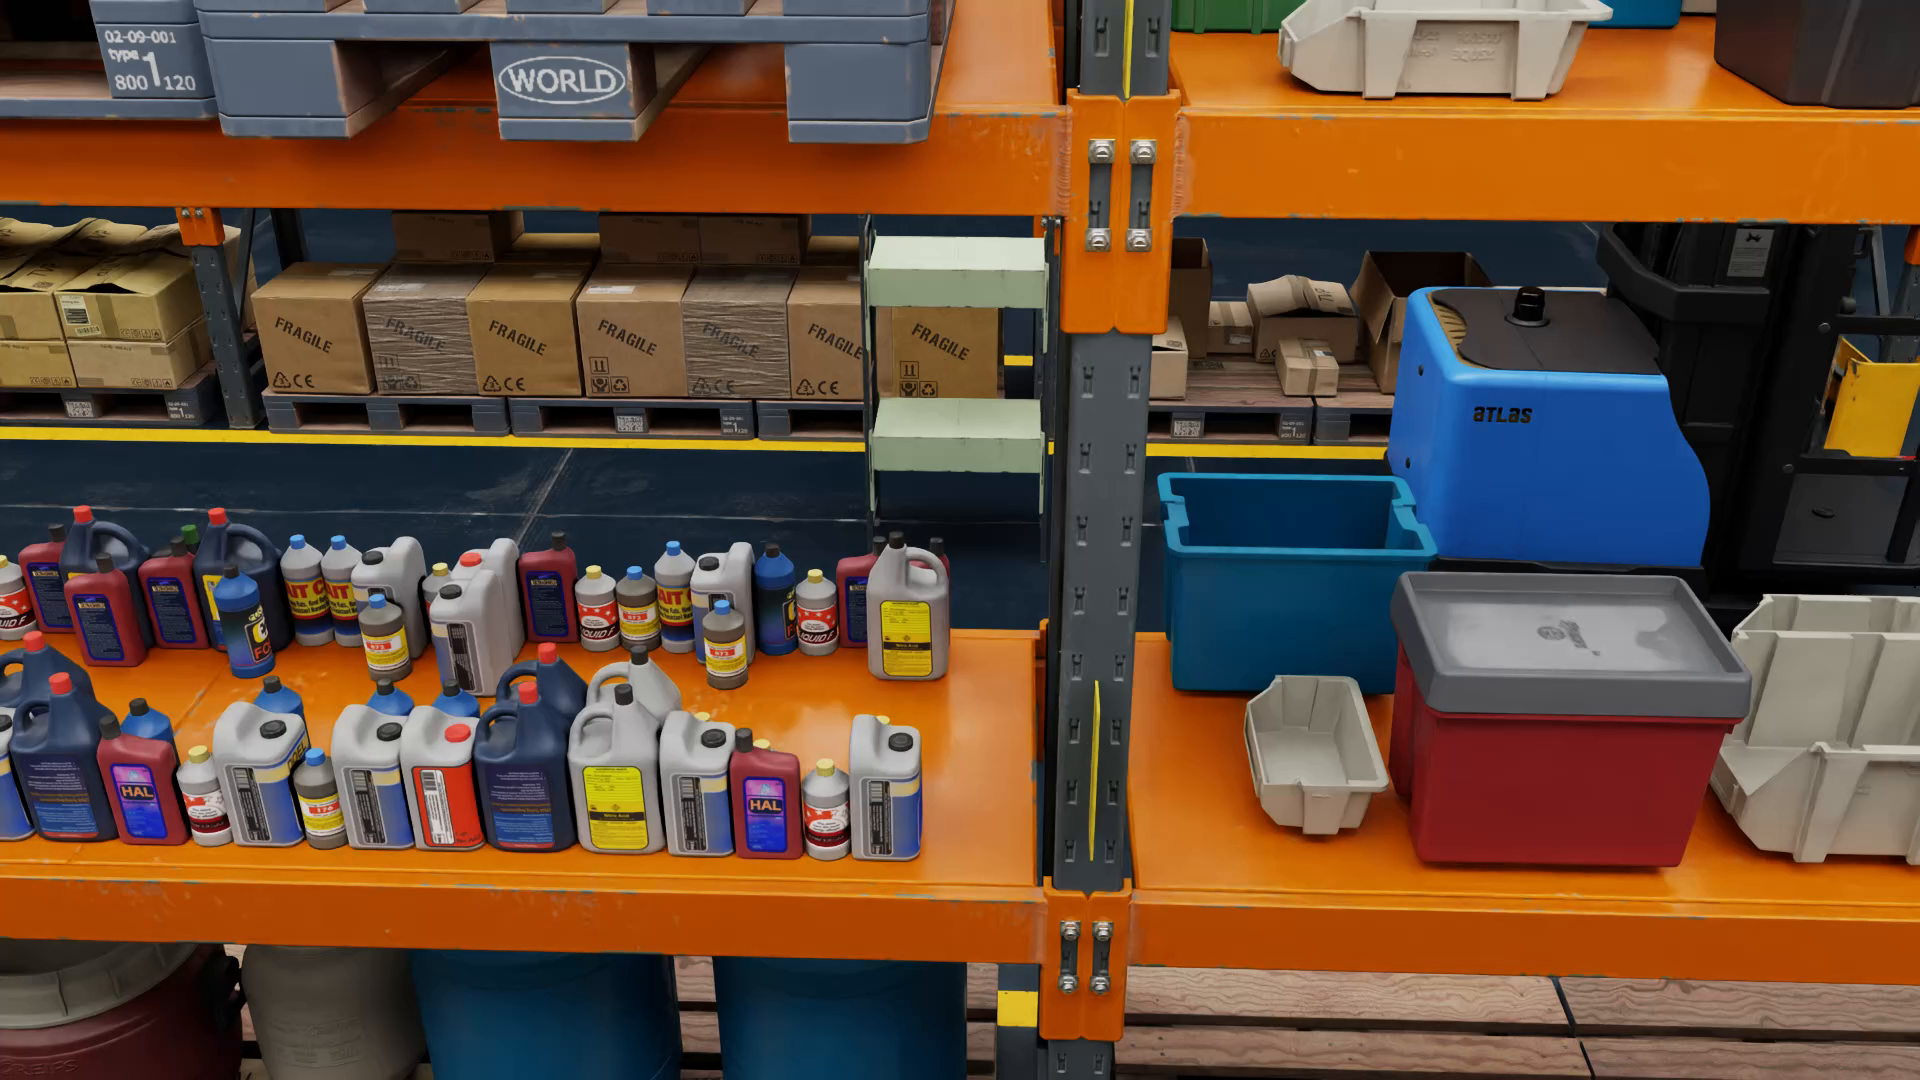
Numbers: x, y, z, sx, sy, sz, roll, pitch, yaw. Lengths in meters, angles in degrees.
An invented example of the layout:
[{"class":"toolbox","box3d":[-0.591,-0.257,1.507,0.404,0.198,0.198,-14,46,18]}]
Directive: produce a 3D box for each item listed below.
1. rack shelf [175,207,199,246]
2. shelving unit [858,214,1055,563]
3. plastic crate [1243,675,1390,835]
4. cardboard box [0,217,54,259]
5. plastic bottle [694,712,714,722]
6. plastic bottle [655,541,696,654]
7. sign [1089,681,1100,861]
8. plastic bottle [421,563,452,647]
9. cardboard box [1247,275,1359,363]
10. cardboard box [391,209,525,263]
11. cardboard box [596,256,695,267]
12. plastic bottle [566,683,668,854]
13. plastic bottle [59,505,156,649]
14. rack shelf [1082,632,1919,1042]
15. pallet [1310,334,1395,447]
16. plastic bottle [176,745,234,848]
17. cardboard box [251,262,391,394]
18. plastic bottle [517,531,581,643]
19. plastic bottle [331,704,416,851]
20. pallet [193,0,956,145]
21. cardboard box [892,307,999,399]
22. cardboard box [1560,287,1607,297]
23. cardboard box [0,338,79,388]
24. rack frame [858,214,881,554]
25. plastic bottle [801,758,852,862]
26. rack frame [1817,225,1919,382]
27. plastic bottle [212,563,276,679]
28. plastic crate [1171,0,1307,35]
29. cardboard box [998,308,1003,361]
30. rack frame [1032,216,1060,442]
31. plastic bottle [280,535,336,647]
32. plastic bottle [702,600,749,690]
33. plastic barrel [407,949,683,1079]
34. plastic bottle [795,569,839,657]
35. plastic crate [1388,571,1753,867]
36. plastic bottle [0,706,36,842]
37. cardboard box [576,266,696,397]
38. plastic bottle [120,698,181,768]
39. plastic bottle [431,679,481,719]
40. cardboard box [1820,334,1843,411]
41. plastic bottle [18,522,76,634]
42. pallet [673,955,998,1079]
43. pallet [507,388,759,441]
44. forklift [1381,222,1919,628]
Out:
[{"class":"rack shelf","box3d":[-5.557,-1.821,8.250,4.000,0.370,1.077,1,28,2]},{"class":"shelving unit","box3d":[-0.007,-0.663,6.899,0.755,1.500,0.431,1,28,2]},{"class":"plastic crate","box3d":[0.721,0.444,3.428,0.243,0.136,0.396,1,28,2]},{"class":"cardboard box","box3d":[-5.106,-1.484,8.736,0.500,0.311,0.500,0,28,0]},{"class":"plastic bottle","box3d":[-0.524,0.447,3.416,0.097,0.201,0.097,0,28,0]},{"class":"plastic bottle","box3d":[-0.669,0.129,3.941,0.097,0.271,0.097,0,28,0]},{"class":"sign","box3d":[0.239,0.414,2.970,0.005,0.325,0.100,1,28,2]},{"class":"plastic bottle","box3d":[-1.229,0.151,3.975,0.097,0.201,0.097,0,28,0]},{"class":"cardboard box","box3d":[1.768,-1.157,8.631,0.500,0.311,0.500,1,28,2]},{"class":"cardboard box","box3d":[-2.559,-1.622,8.506,0.500,0.250,0.500,2,28,4]},{"class":"cardboard box","box3d":[-1.573,-1.275,8.653,0.500,0.500,0.500,0,28,0]},{"class":"plastic bottle","box3d":[-0.669,0.439,3.272,0.185,0.351,0.144,1,28,2]},{"class":"plastic bottle","box3d":[-2.018,0.083,3.944,0.185,0.351,0.144,1,28,2]},{"class":"rack shelf","box3d":[2.260,0.630,3.627,4.000,0.370,1.077,1,28,2]},{"class":"pallet","box3d":[2.348,-0.777,8.490,1.213,0.211,1.003,1,28,2]},{"class":"plastic bottle","box3d":[-1.497,0.502,3.312,0.097,0.201,0.097,0,28,0]},{"class":"cardboard box","box3d":[-3.113,-1.054,8.235,0.500,0.500,0.500,2,28,4]},{"class":"plastic bottle","box3d":[-0.978,0.110,3.964,0.133,0.283,0.061,1,28,2]},{"class":"plastic bottle","box3d":[-1.148,0.462,3.308,0.135,0.276,0.152,1,28,2]},{"class":"pallet","box3d":[-0.526,-0.930,2.801,1.003,0.211,1.213,1,28,2]},{"class":"cardboard box","box3d":[-0.064,-1.003,8.139,0.500,0.500,0.500,1,28,2]},{"class":"cardboard box","box3d":[3.404,-1.103,8.594,0.500,0.250,0.500,1,28,2]},{"class":"cardboard box","box3d":[-4.608,-0.978,8.379,0.500,0.250,0.500,1,28,1]},{"class":"rack frame","box3d":[-0.372,-0.669,6.910,0.023,1.500,0.400,1,28,2]},{"class":"plastic bottle","box3d":[-0.261,0.523,3.274,0.097,0.201,0.097,0,28,0]},{"class":"rack frame","box3d":[4.437,-1.973,7.770,0.127,3.000,1.000,1,28,2]},{"class":"plastic bottle","box3d":[-1.660,0.180,3.845,0.097,0.271,0.097,0,28,0]},{"class":"plastic crate","box3d":[0.695,-1.087,3.122,0.662,0.188,0.450,1,28,2]},{"class":"cardboard box","box3d":[-0.035,-1.251,8.607,0.500,0.500,0.500,0,28,-1]},{"class":"rack frame","box3d":[0.439,-2.039,7.895,0.127,3.000,1.000,1,28,2]},{"class":"plastic bottle","box3d":[-1.558,0.114,3.969,0.097,0.271,0.097,0,28,0]},{"class":"plastic bottle","box3d":[-0.540,0.233,3.819,0.097,0.201,0.097,0,28,0]},{"class":"plastic barrel","box3d":[-0.990,0.992,3.968,0.708,0.901,0.600,1,28,2]},{"class":"plastic bottle","box3d":[-0.340,0.166,3.947,0.097,0.201,0.097,0,28,0]},{"class":"plastic crate","box3d":[1.144,0.356,3.243,0.583,0.464,0.402,1,28,2]},{"class":"plastic bottle","box3d":[-1.930,0.449,3.333,0.135,0.276,0.152,1,28,2]},{"class":"cardboard box","box3d":[-1.567,-1.031,8.192,0.500,0.500,0.500,0,28,0]},{"class":"plastic bottle","box3d":[-1.628,0.440,3.354,0.097,0.271,0.097,0,28,0]},{"class":"plastic bottle","box3d":[-1.028,0.408,3.416,0.097,0.271,0.097,0,28,0]},{"class":"cardboard box","box3d":[3.885,-0.957,8.052,0.500,0.500,0.500,1,28,2]},{"class":"plastic bottle","box3d":[-2.175,0.090,4.001,0.133,0.283,0.061,1,28,2]},{"class":"pallet","box3d":[-0.509,1.479,4.235,1.213,0.211,1.003,1,28,2]},{"class":"pallet","box3d":[-1.597,-0.822,8.575,1.213,0.211,1.003,1,28,2]},{"class":"forklift","box3d":[3.333,-1.137,6.266,3.031,2.935,1.130,2,28,4]}]
